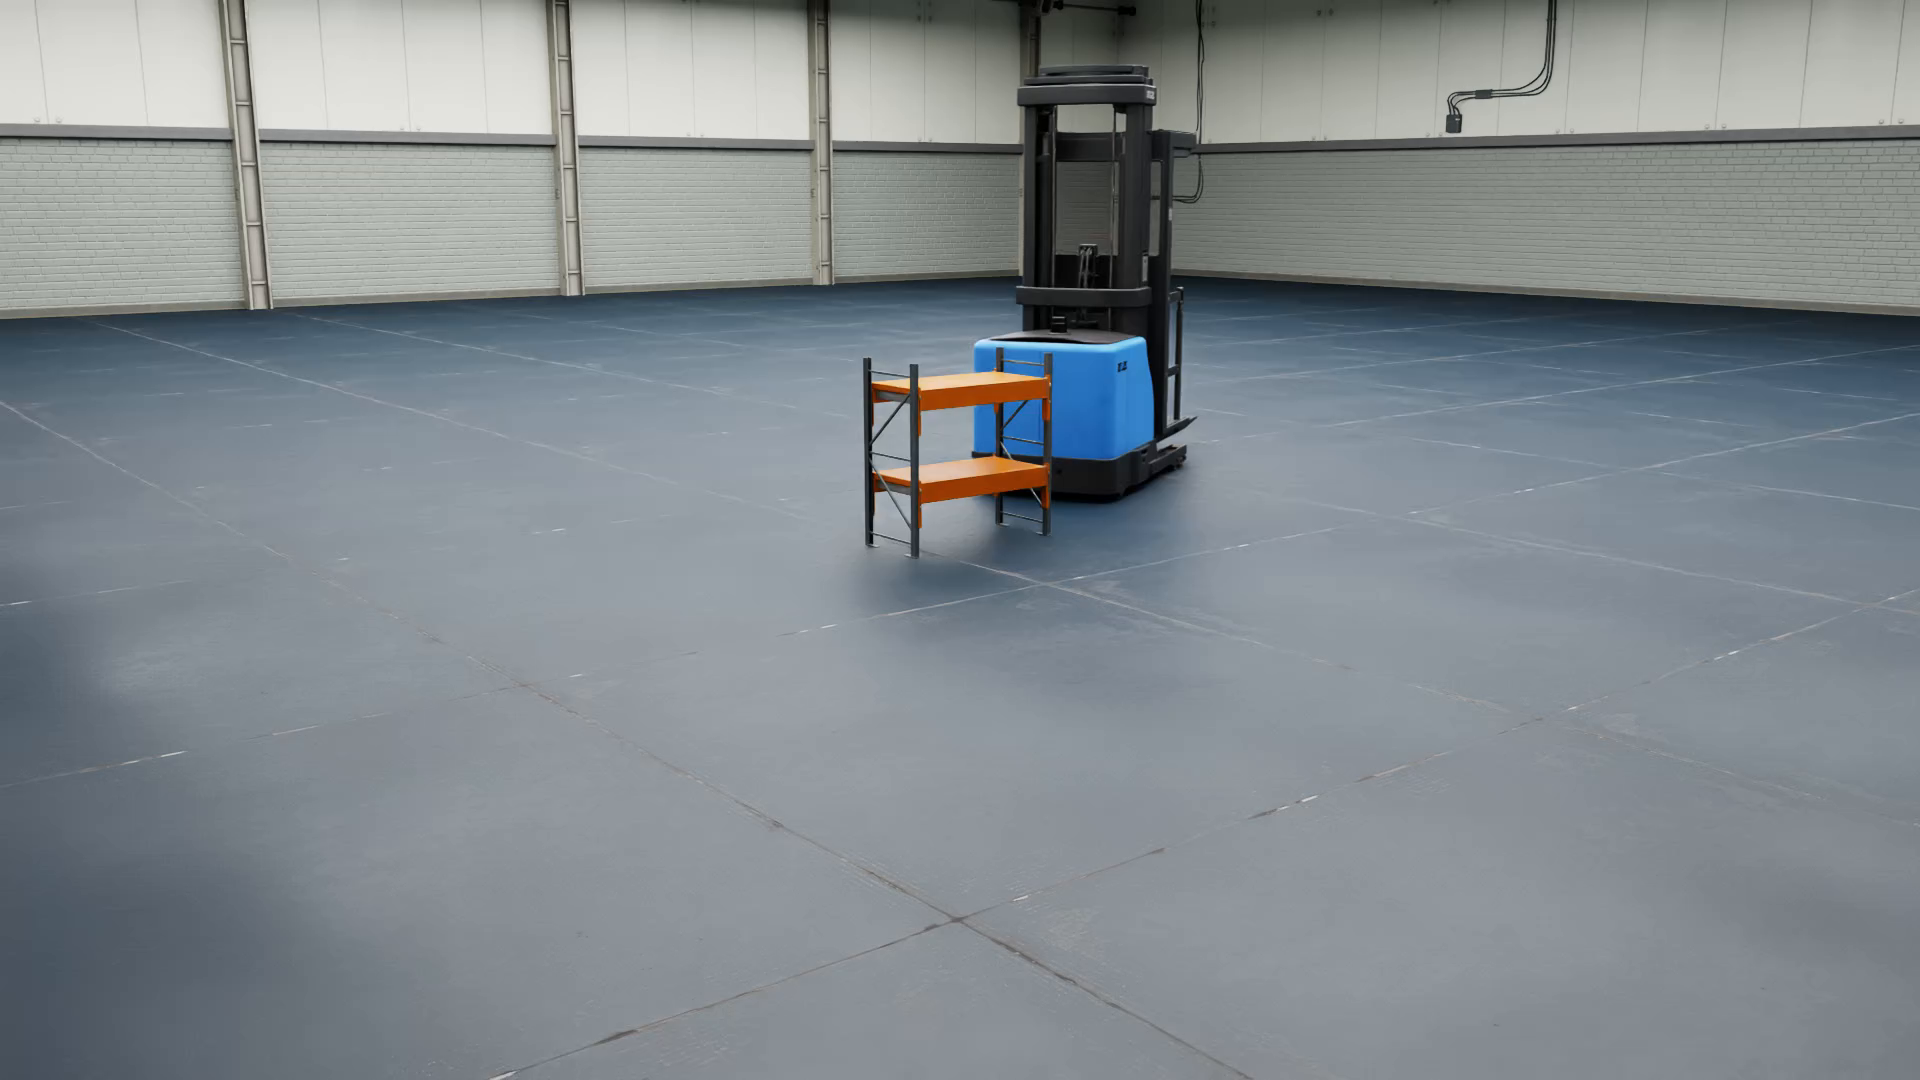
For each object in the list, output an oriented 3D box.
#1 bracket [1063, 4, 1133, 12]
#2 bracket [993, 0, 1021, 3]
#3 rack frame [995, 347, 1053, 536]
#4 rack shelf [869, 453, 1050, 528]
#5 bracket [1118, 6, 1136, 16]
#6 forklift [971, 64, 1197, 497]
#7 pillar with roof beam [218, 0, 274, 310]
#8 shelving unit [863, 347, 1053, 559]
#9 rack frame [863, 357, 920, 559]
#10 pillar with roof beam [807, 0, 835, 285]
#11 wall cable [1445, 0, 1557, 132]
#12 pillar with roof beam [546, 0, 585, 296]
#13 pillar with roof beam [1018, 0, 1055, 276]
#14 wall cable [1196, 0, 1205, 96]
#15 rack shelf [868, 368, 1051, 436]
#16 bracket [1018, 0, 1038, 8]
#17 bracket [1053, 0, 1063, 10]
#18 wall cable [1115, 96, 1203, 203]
[{"bbox_3d":[3.602,-12.819,40.166,3.189,0.066,0.076,-9,15,-38],"label":"bracket"},{"bbox_3d":[-0.448,-12.146,36.997,4.783,0.066,0.076,-9,15,-38],"label":"bracket"},{"bbox_3d":[0.392,-0.615,10.318,0.032,1.125,0.500,-9,15,-38],"label":"rack frame"},{"bbox_3d":[-0.005,-0.310,10.059,1.000,0.278,0.538,-9,15,-38],"label":"rack shelf"},{"bbox_3d":[4.063,-12.895,40.527,0.430,0.232,0.235,-9,15,-38],"label":"bracket"},{"bbox_3d":[1.103,-1.990,12.445,1.130,2.935,3.031,5,13,22],"label":"forklift"},{"bbox_3d":[-9.700,-7.797,25.182,0.400,9.000,9.100,-9,15,-38],"label":"pillar with roof beam"},{"bbox_3d":[-0.005,-0.549,10.008,1.048,1.125,0.538,-9,15,-38],"label":"shelving unit"},{"bbox_3d":[-0.402,-0.483,9.697,0.032,1.125,0.500,-9,15,-38],"label":"rack frame"},{"bbox_3d":[-0.329,-9.354,32.515,0.548,9.000,9.100,-9,15,-38],"label":"pillar with roof beam"},{"bbox_3d":[10.711,-11.120,32.646,0.169,6.003,2.305,-9,15,-38],"label":"wall cable"},{"bbox_3d":[-5.015,-8.575,28.849,0.400,9.000,9.100,-9,15,-38],"label":"pillar with roof beam"},{"bbox_3d":[4.356,-10.132,36.182,0.548,9.000,9.100,-9,15,-38],"label":"pillar with roof beam"},{"bbox_3d":[6.483,-11.511,37.992,0.112,2.526,3.097,-9,15,-38],"label":"wall cable"},{"bbox_3d":[-0.005,-0.836,9.947,1.000,0.278,0.538,-9,15,-38],"label":"rack shelf"},{"bbox_3d":[1.564,-12.480,38.571,0.430,0.232,0.235,-9,15,-38],"label":"bracket"},{"bbox_3d":[2.212,-12.588,39.079,0.430,0.232,0.235,-9,15,-38],"label":"bracket"},{"bbox_3d":[4.793,-9.480,40.583,0.112,2.526,3.097,-9,15,-38],"label":"wall cable"}]
